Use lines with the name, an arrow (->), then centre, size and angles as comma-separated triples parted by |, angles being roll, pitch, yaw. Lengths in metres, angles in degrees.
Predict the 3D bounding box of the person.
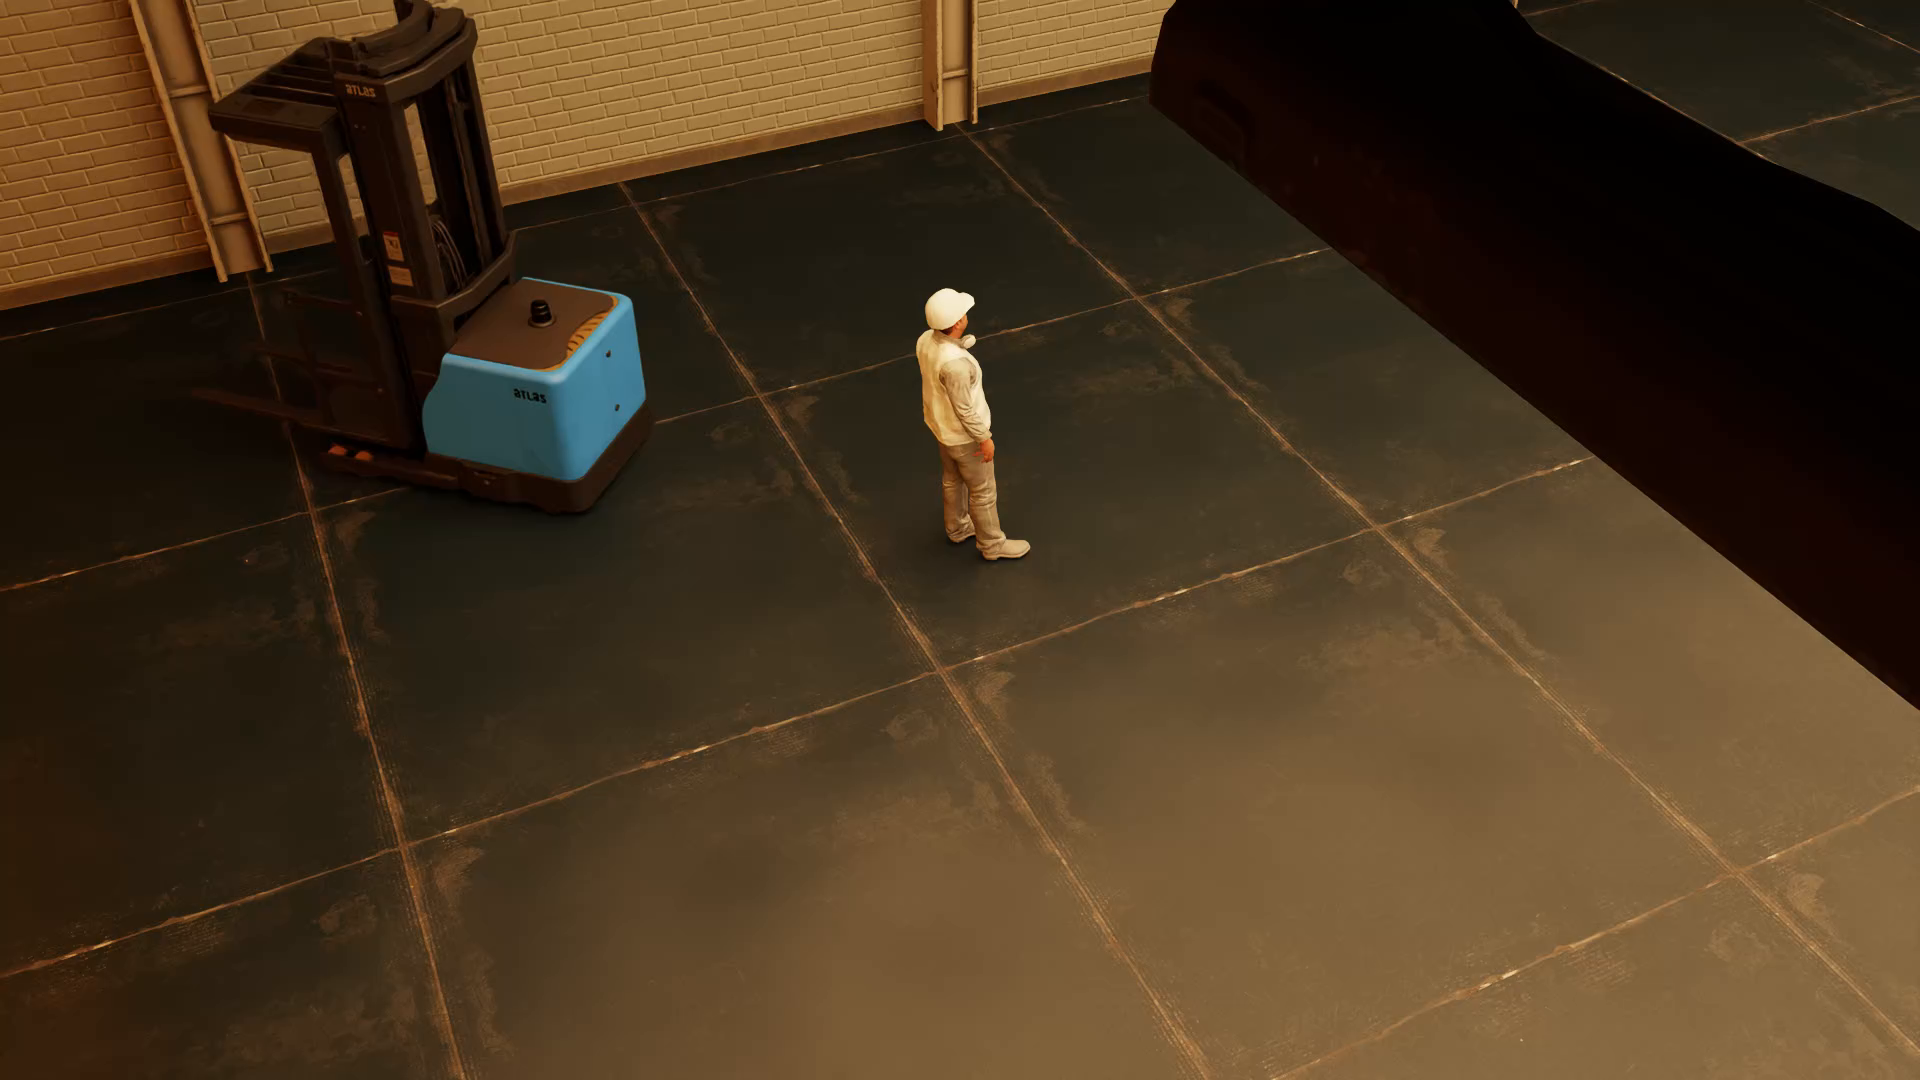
person -> 0.060, -0.700, 9.745 | 0.568, 1.774, 0.633 | -17, 43, -19

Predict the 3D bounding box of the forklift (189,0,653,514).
forklift -> -3.624, -1.842, 10.223 | 3.031, 2.935, 1.130 | 12, 41, 14
